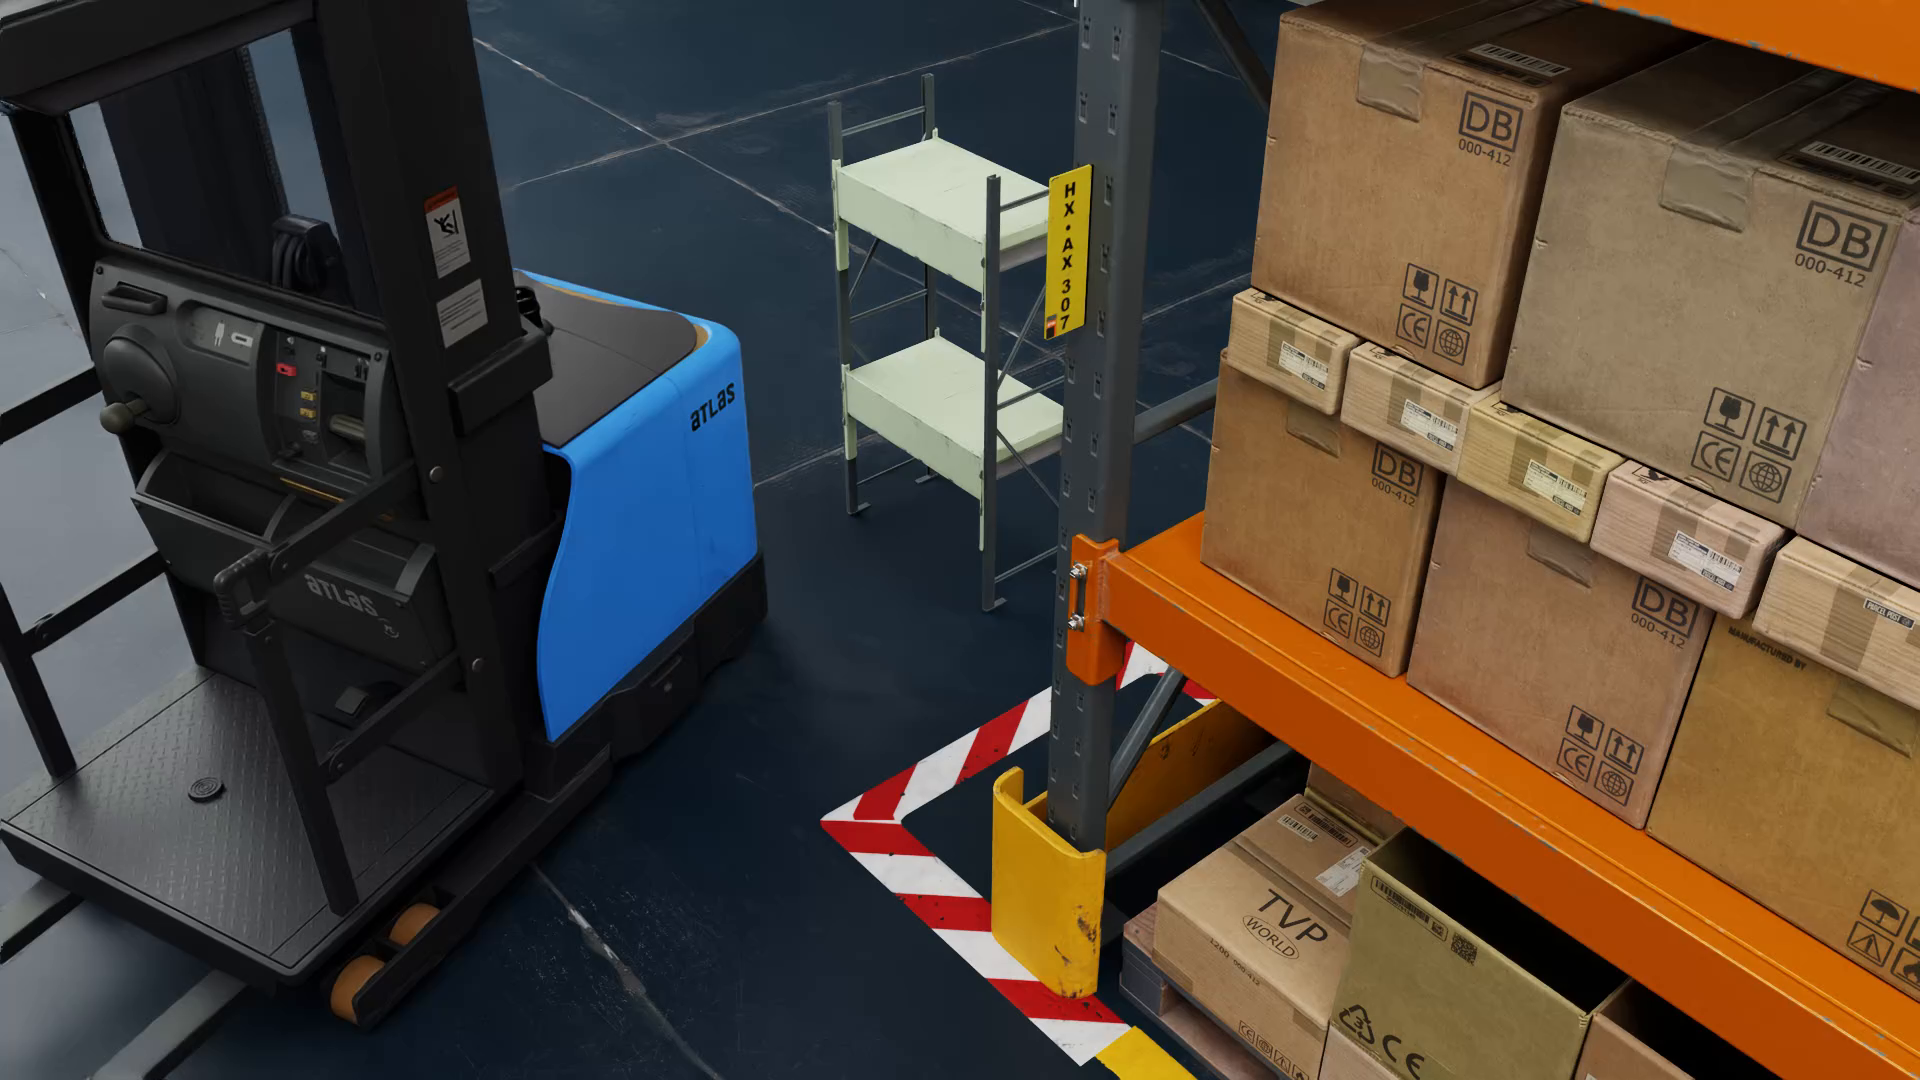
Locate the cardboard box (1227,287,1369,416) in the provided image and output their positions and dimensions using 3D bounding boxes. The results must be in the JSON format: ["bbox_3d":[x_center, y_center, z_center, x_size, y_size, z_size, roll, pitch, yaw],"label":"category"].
[{"bbox_3d":[0.716,-0.401,3.073,0.380,0.149,0.250,-26,43,-32],"label":"cardboard box"}]

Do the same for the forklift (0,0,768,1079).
[{"bbox_3d":[-1.754,-0.309,3.651,1.130,2.935,3.031,17,39,23],"label":"forklift"}]

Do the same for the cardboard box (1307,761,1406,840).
[{"bbox_3d":[1.201,0.422,3.926,0.500,0.500,0.500,-26,43,-32],"label":"cardboard box"}]

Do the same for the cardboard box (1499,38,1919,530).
[{"bbox_3d":[1.296,-0.455,2.587,0.700,0.500,0.500,-27,43,-33],"label":"cardboard box"}]

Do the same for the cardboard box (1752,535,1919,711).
[{"bbox_3d":[1.383,0.054,2.430,0.380,0.149,0.250,-28,44,-33],"label":"cardboard box"}]

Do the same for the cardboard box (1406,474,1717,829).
[{"bbox_3d":[1.261,0.051,2.996,0.700,0.500,0.500,-25,42,-31],"label":"cardboard box"}]

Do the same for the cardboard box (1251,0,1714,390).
[{"bbox_3d":[0.953,-0.685,2.912,0.700,0.500,0.500,-26,43,-32],"label":"cardboard box"}]

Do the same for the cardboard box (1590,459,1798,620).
[{"bbox_3d":[1.209,-0.062,2.595,0.380,0.149,0.250,-27,43,-32],"label":"cardboard box"}]

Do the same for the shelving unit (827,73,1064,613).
[{"bbox_3d":[-0.004,-0.615,5.321,0.431,1.500,0.755,-26,43,-32],"label":"shelving unit"}]

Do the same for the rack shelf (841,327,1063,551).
[{"bbox_3d":[-0.004,-0.349,5.509,0.431,0.370,0.720,-26,43,-32],"label":"rack shelf"}]

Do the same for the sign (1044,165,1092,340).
[{"bbox_3d":[0.199,-0.530,3.085,0.100,0.325,0.005,-26,43,-32],"label":"sign"}]

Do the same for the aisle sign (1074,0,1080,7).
[{"bbox_3d":[0.351,-1.324,2.775,0.394,0.787,0.004,-26,43,-32],"label":"aisle sign"}]

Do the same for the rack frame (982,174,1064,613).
[{"bbox_3d":[0.232,-0.453,5.093,0.400,1.500,0.023,-26,43,-32],"label":"rack frame"}]

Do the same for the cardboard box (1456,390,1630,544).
[{"bbox_3d":[1.048,-0.174,2.753,0.380,0.149,0.250,-26,43,-32],"label":"cardboard box"}]

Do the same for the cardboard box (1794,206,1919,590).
[{"bbox_3d":[1.622,-0.232,2.274,0.700,0.500,0.500,-26,43,-32],"label":"cardboard box"}]

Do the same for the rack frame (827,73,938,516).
[{"bbox_3d":[-0.241,-0.777,5.549,0.400,1.500,0.023,-26,43,-32],"label":"rack frame"}]

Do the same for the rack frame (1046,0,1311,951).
[{"bbox_3d":[0.627,-0.349,3.647,1.000,3.000,0.127,-26,43,-32],"label":"rack frame"}]

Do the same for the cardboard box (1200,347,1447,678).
[{"bbox_3d":[0.919,-0.179,3.320,0.700,0.500,0.500,-26,43,-32],"label":"cardboard box"}]

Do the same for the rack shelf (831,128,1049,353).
[{"bbox_3d":[-0.004,-0.933,5.095,0.431,0.370,0.720,-26,43,-32],"label":"rack shelf"}]

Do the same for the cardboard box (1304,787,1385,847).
[{"bbox_3d":[1.199,0.729,4.142,0.500,0.250,0.500,-26,43,-32],"label":"cardboard box"}]

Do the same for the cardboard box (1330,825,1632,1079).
[{"bbox_3d":[1.127,0.836,3.342,0.500,0.500,0.500,-26,43,-32],"label":"cardboard box"}]

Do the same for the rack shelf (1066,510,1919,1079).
[{"bbox_3d":[1.918,0.828,2.608,1.077,0.370,4.000,-26,43,-32],"label":"rack shelf"}]

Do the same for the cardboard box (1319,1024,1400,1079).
[{"bbox_3d":[1.129,1.141,3.559,0.500,0.250,0.500,-26,43,-32],"label":"cardboard box"}]

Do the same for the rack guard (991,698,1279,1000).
[{"bbox_3d":[0.612,0.661,4.384,1.175,0.500,0.348,-26,43,-32],"label":"rack guard"}]

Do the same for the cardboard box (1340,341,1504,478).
[{"bbox_3d":[0.888,-0.285,2.910,0.380,0.149,0.250,-27,43,-33],"label":"cardboard box"}]

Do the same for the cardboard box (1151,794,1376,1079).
[{"bbox_3d":[0.803,0.922,3.869,0.500,0.250,0.500,-26,43,-32],"label":"cardboard box"}]

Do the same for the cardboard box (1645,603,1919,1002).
[{"bbox_3d":[1.577,0.273,2.683,0.700,0.500,0.500,-26,43,-31],"label":"cardboard box"}]

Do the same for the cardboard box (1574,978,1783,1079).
[{"bbox_3d":[1.460,1.052,3.037,0.500,0.500,0.500,-26,43,-32],"label":"cardboard box"}]

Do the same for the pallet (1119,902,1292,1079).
[{"bbox_3d":[1.153,1.111,3.998,1.003,0.211,1.213,-26,43,-32],"label":"pallet"}]
